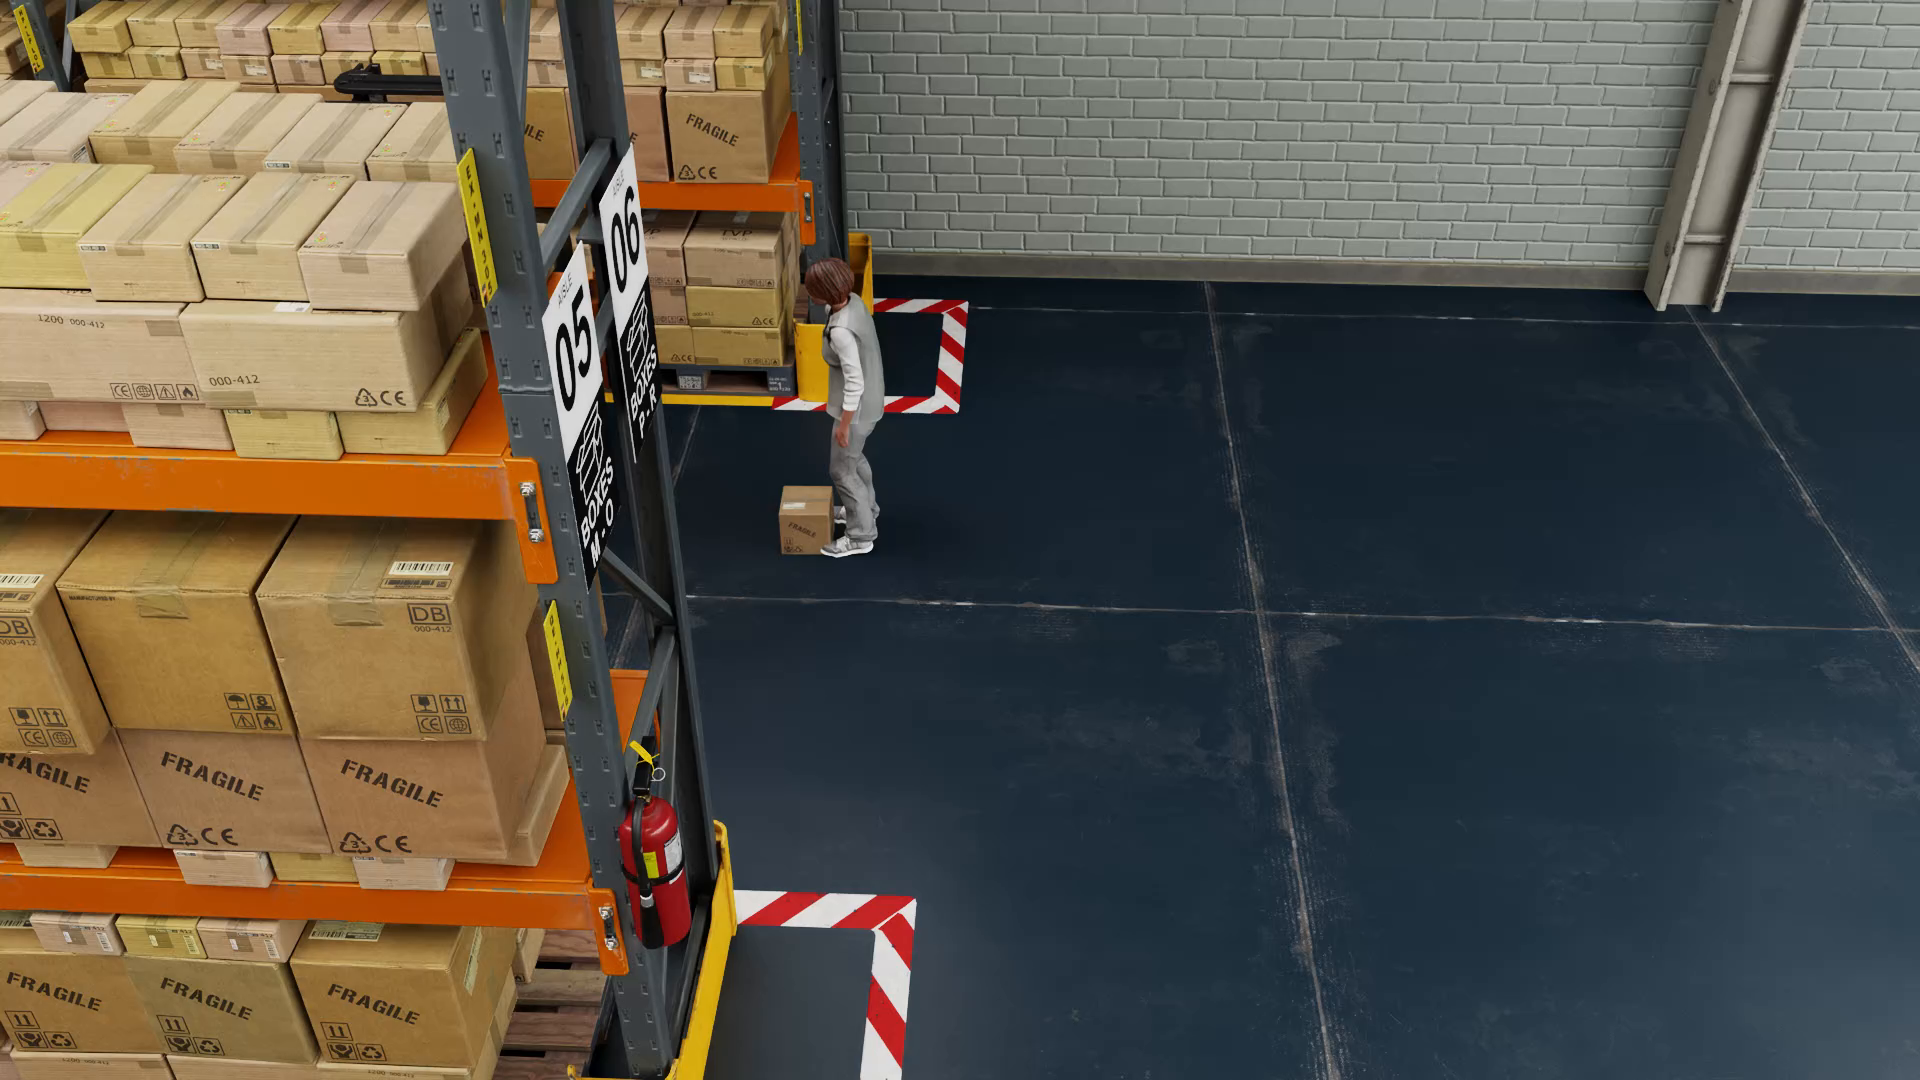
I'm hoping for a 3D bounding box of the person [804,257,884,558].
[{"bbox_3d":[-0.534,-0.642,8.000,0.347,1.592,0.475,0,36,-1],"label":"person"}]
